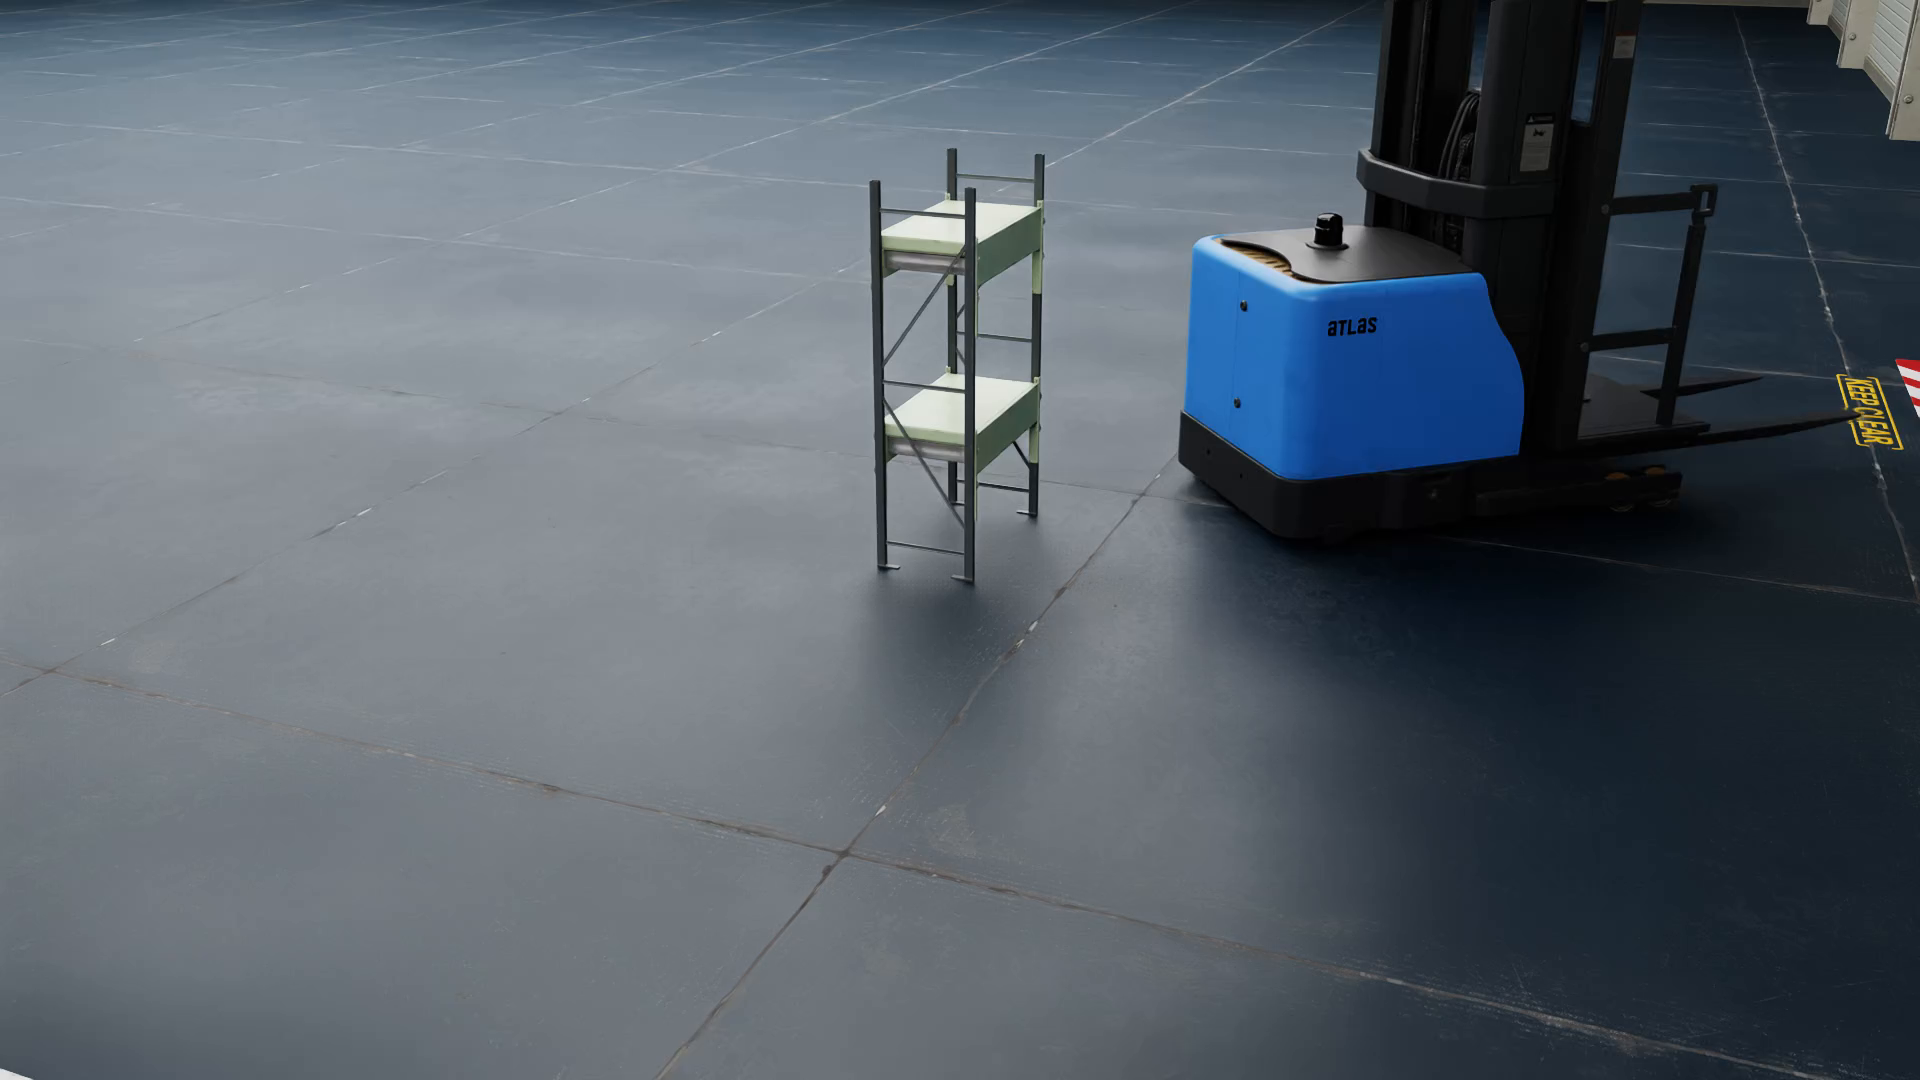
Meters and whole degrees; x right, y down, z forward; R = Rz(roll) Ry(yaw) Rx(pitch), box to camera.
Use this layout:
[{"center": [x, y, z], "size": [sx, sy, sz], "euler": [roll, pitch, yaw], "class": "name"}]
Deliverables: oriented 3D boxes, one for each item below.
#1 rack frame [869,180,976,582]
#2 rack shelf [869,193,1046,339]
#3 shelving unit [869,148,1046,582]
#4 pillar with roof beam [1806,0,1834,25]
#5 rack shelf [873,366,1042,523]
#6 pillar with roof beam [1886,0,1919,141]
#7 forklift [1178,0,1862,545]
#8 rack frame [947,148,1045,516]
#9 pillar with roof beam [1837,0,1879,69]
[{"center": [-0.133, -0.563, 6.153], "size": [0.400, 1.500, 0.023], "euler": [9, 24, 20], "class": "rack frame"}, {"center": [0.002, -1.055, 6.316], "size": [0.431, 0.370, 0.720], "euler": [9, 24, 20], "class": "rack shelf"}, {"center": [0.002, -0.694, 6.467], "size": [0.431, 1.500, 0.755], "euler": [9, 24, 20], "class": "shelving unit"}, {"center": [9.594, -12.952, 26.083], "size": [9.100, 9.000, 0.400], "euler": [9, 24, 20], "class": "pillar with roof beam"}, {"center": [0.002, -0.394, 6.592], "size": [0.431, 0.370, 0.720], "euler": [9, 24, 20], "class": "rack shelf"}, {"center": [5.137, -8.658, 15.802], "size": [9.100, 9.000, 0.400], "euler": [9, 24, 20], "class": "pillar with roof beam"}, {"center": [2.546, -1.654, 6.908], "size": [3.031, 2.935, 1.130], "euler": [-7, 24, -17], "class": "forklift"}, {"center": [0.138, -0.825, 6.780], "size": [0.400, 1.500, 0.023], "euler": [9, 24, 20], "class": "rack frame"}, {"center": [7.366, -10.805, 20.943], "size": [9.100, 9.000, 0.400], "euler": [9, 24, 20], "class": "pillar with roof beam"}]
